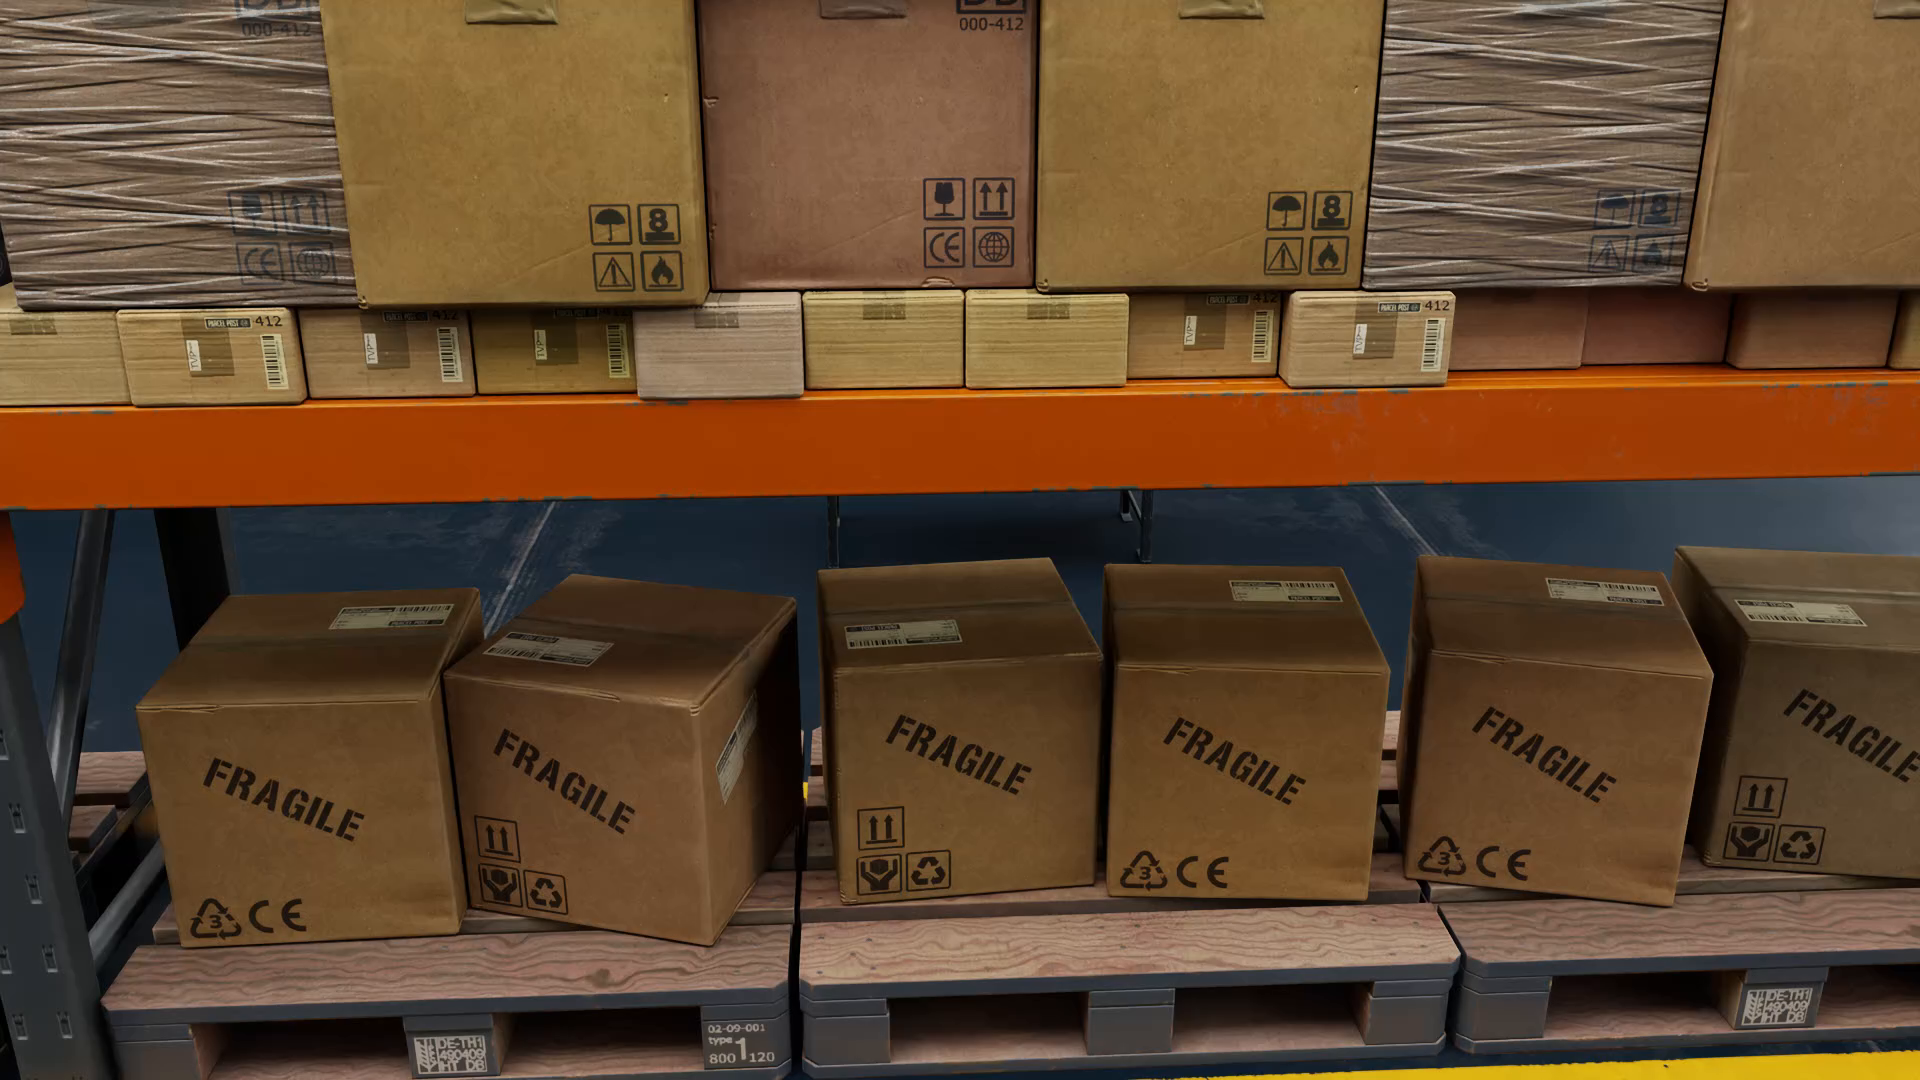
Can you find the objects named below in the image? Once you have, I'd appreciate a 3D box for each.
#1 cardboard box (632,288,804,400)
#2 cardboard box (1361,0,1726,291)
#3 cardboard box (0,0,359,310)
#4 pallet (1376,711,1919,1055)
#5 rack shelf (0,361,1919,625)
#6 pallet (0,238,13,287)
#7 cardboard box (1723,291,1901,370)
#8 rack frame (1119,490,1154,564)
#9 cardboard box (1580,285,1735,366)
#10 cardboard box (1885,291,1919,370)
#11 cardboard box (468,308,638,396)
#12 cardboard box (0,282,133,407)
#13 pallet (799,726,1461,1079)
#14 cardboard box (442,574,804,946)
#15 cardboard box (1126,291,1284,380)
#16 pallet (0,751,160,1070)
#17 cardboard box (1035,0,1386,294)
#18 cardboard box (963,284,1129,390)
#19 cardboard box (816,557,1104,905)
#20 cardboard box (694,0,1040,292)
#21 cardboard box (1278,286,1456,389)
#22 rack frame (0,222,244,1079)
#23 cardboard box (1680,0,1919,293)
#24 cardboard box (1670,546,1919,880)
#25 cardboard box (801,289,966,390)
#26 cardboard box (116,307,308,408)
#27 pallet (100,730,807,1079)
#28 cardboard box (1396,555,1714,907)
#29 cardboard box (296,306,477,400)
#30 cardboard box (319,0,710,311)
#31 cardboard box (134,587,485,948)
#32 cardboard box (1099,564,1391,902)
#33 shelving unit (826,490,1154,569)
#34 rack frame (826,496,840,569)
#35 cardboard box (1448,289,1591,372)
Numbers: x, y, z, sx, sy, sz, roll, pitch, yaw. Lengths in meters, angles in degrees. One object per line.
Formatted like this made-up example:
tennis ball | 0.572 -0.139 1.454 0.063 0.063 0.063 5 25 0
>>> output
cardboard box | -0.374 -0.349 2.675 0.250 0.149 0.380 -1 21 -3
cardboard box | 0.844 -0.772 2.876 0.500 0.500 0.875 -1 21 -3
cardboard box | -1.152 -0.727 2.757 0.500 0.500 0.875 -1 21 -3
pallet | 1.499 0.673 3.557 1.213 0.211 1.003 -1 21 -3
rack shelf | 0.392 -0.259 3.096 4.000 0.370 1.077 -1 21 -3
pallet | -2.376 -0.501 2.991 1.213 0.211 1.003 -1 21 -3
cardboard box | 1.369 -0.411 2.839 0.250 0.149 0.380 -1 21 -3
rack frame | 0.593 -0.713 5.386 0.032 1.500 0.500 -1 21 -3
cardboard box | 1.117 -0.421 2.864 0.250 0.149 0.380 -1 21 -3
cardboard box | 1.619 -0.411 2.838 0.250 0.149 0.380 -1 21 -3
cardboard box | -0.626 -0.358 2.700 0.250 0.149 0.380 -1 21 -3
cardboard box | -1.373 -0.335 2.637 0.250 0.149 0.380 -1 21 -3
pallet | 0.284 0.697 3.495 1.213 0.211 1.003 -1 21 -3
cardboard box | -0.632 0.409 3.253 0.500 0.500 0.500 5 22 14
cardboard box | 0.370 -0.391 2.785 0.250 0.149 0.380 -1 21 -3
pallet | -2.382 0.765 3.315 1.213 0.211 1.003 -1 21 -3
cardboard box | 0.344 -0.766 2.860 0.500 0.500 0.875 -1 21 -3
cardboard box | 0.123 -0.370 2.730 0.250 0.149 0.380 -1 21 -3
cardboard box | -0.017 0.369 3.360 0.500 0.500 0.500 -3 21 -8
cardboard box | -0.158 -0.771 2.872 0.500 0.500 0.875 -1 21 -3
cardboard box | 0.624 -0.371 2.734 0.250 0.149 0.380 -1 21 -3
rack frame | -1.605 -0.554 2.862 0.127 3.000 1.000 -1 21 -3
cardboard box | 1.345 -0.767 2.862 0.500 0.500 0.875 -1 21 -3
cardboard box | 1.764 0.343 3.427 0.500 0.500 0.500 3 21 7
cardboard box | -0.127 -0.369 2.727 0.250 0.149 0.380 -1 21 -3
cardboard box | -1.123 -0.335 2.638 0.250 0.149 0.380 -1 21 -3
pallet | -0.937 0.723 3.427 1.213 0.211 1.003 -1 21 -3
cardboard box | 1.169 0.367 3.364 0.500 0.500 0.500 4 21 11
cardboard box | -0.875 -0.350 2.678 0.250 0.149 0.380 -1 21 -3
cardboard box | -0.651 -0.725 2.751 0.500 0.500 0.875 -1 21 -3
cardboard box | -1.204 0.424 3.216 0.500 0.500 0.500 -2 21 -5
cardboard box | 0.543 0.373 3.348 0.500 0.500 0.500 1 21 2
shelving unit | 0.085 -0.703 5.359 1.048 1.500 0.538 -1 21 -3
rack frame | -0.422 -0.692 5.332 0.032 1.500 0.500 -1 21 -3
cardboard box | 0.869 -0.408 2.830 0.250 0.149 0.380 -1 21 -3
